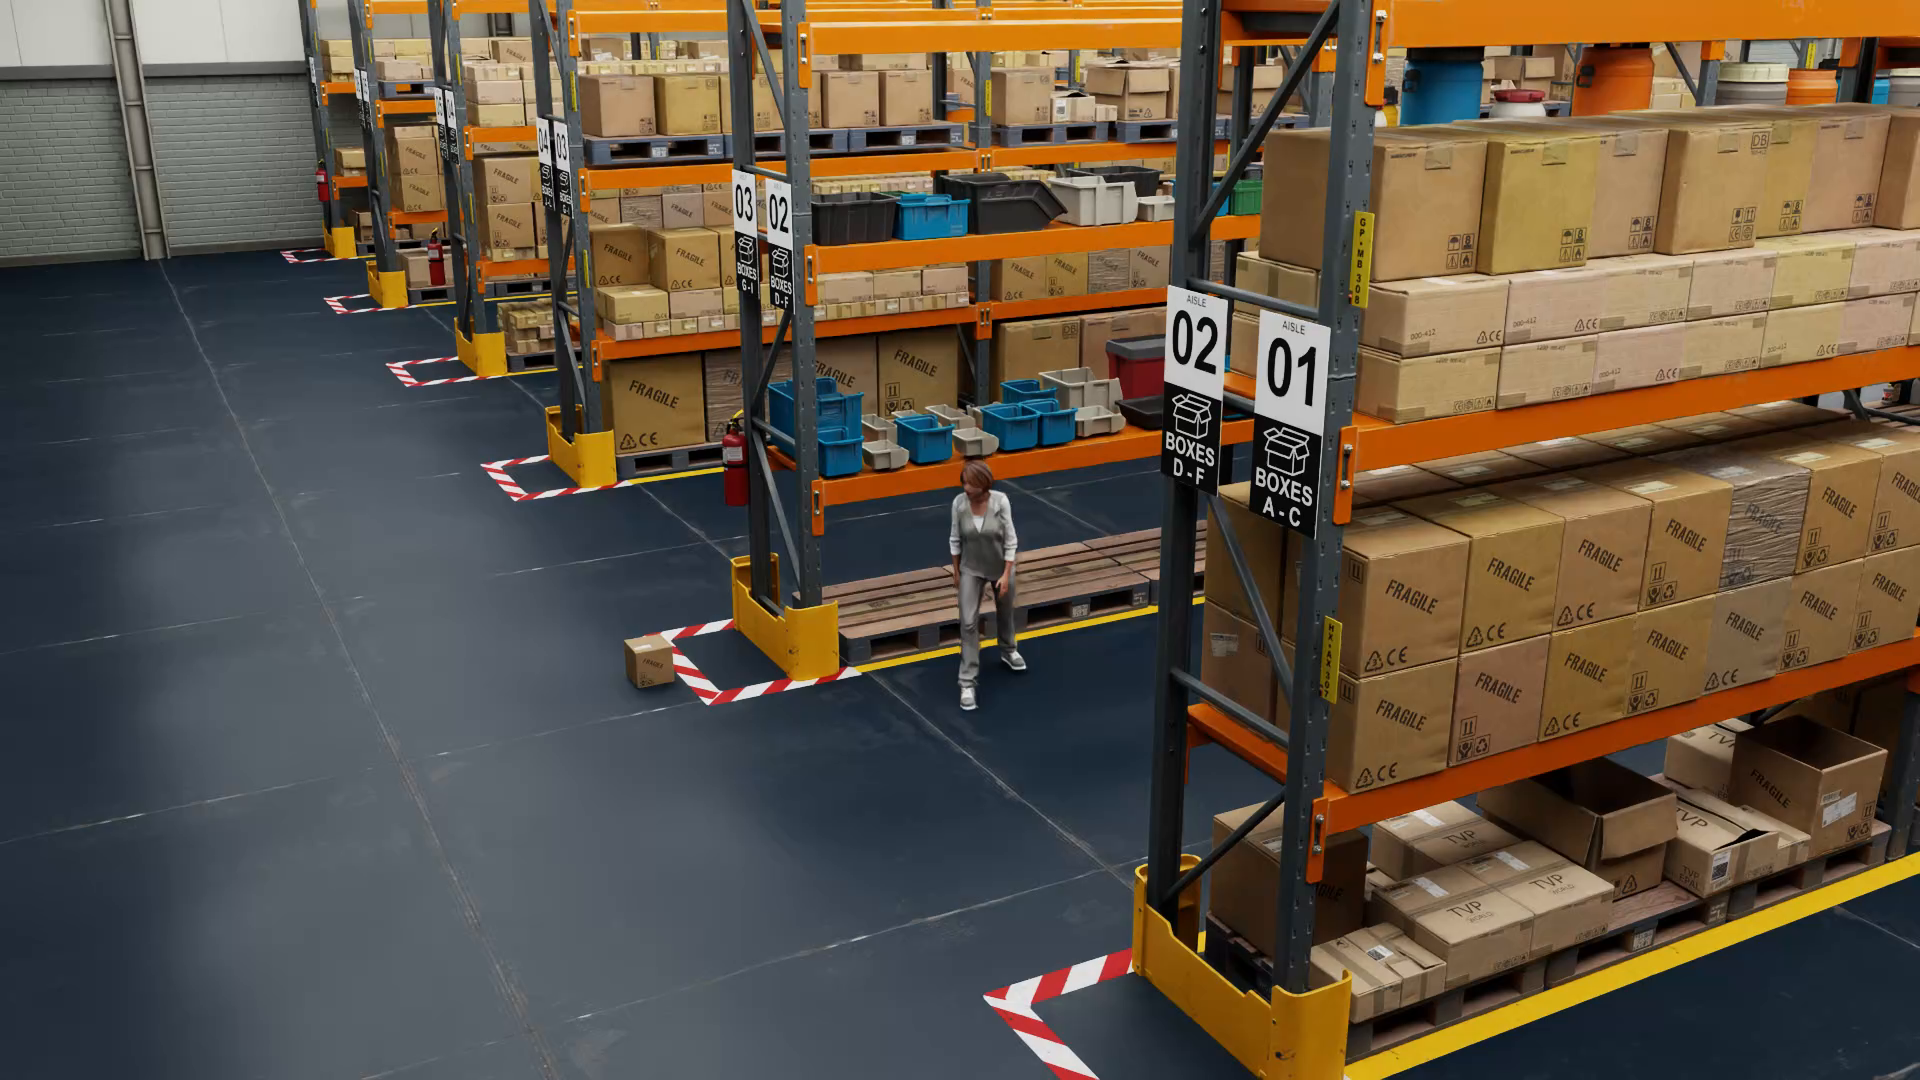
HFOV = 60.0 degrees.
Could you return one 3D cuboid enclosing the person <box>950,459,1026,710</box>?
[{"bbox_3d":[0.173,0.217,10.566,0.487,1.535,0.889,2,19,5],"label":"person"}]
